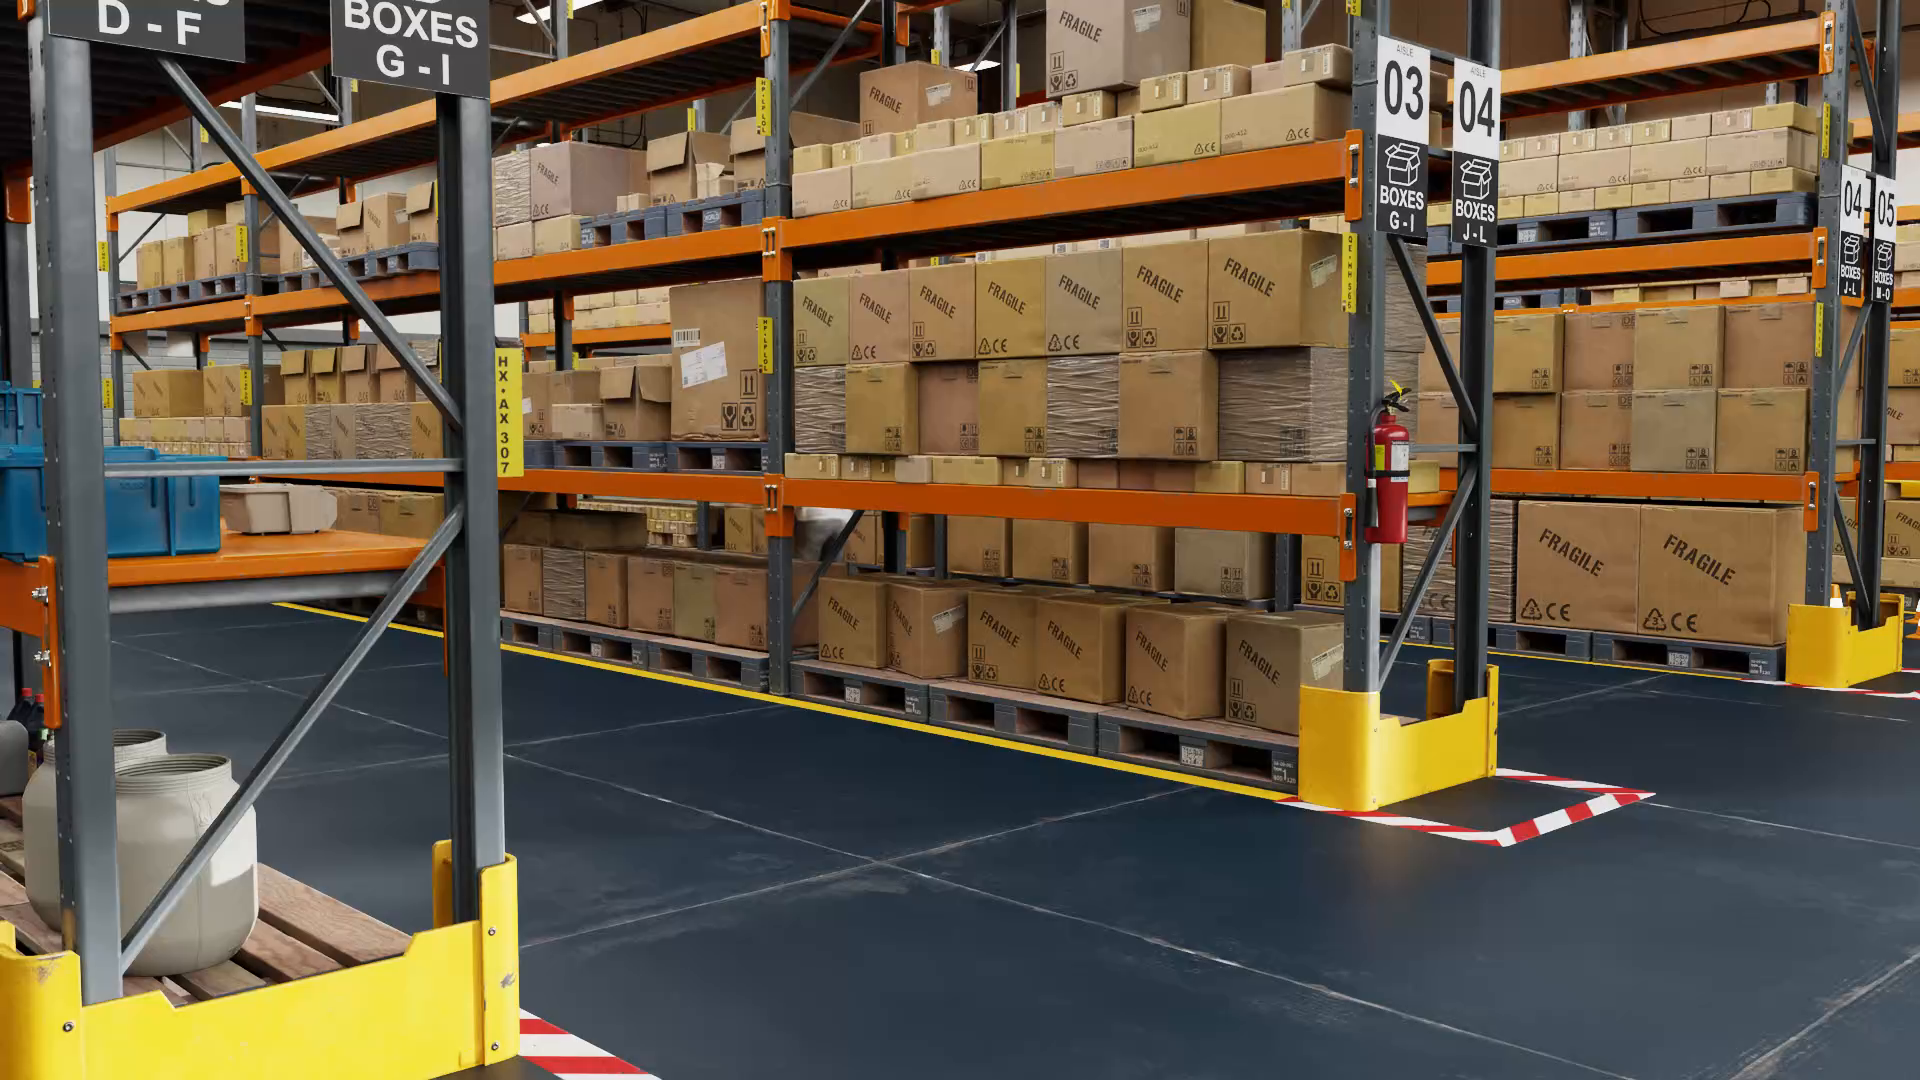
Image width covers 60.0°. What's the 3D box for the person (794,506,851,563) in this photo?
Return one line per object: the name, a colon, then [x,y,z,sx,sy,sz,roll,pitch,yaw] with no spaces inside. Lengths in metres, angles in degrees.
person: [-1.129,-0.128,12.627,0.484,1.756,0.581,-4,5,-45]
